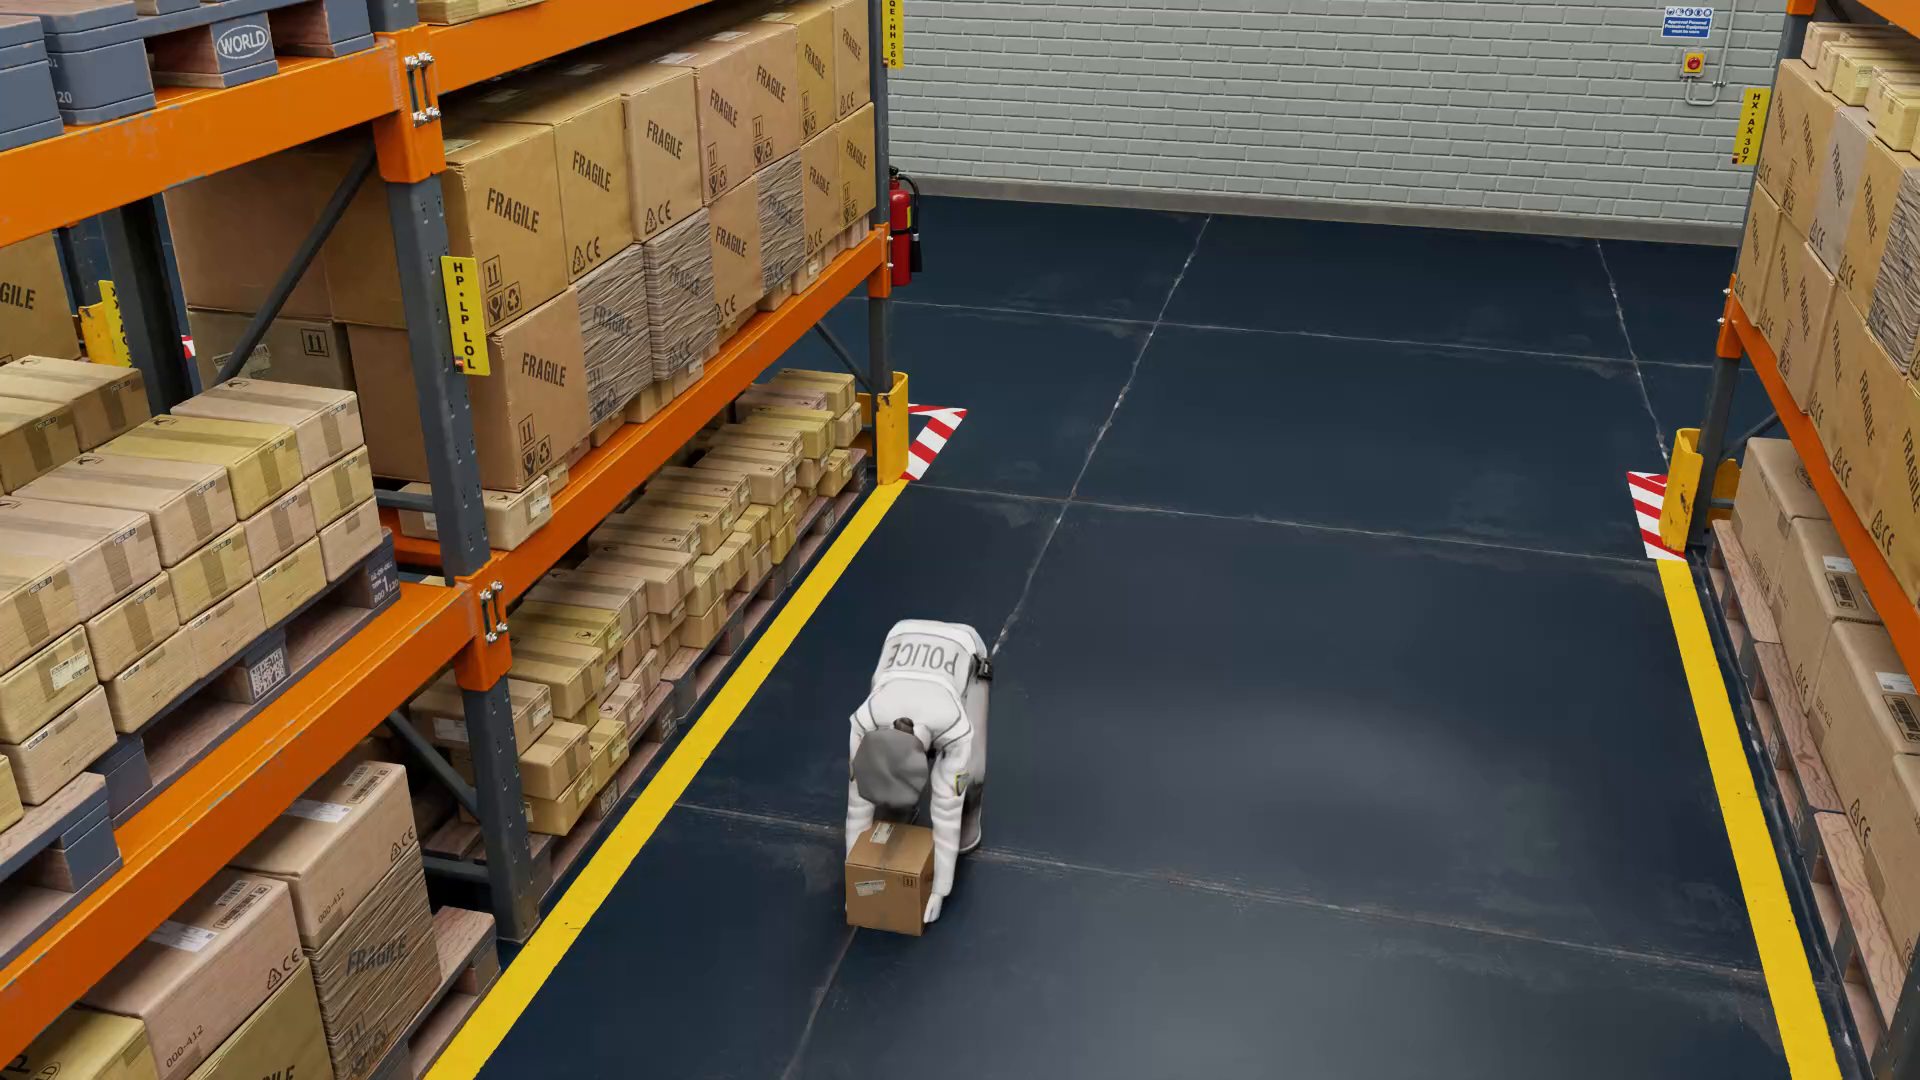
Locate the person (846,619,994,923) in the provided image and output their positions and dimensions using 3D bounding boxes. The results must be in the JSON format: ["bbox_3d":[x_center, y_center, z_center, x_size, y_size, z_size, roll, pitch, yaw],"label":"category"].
[{"bbox_3d":[-0.135,0.752,5.591,0.456,0.783,0.910,6,26,11],"label":"person"}]
